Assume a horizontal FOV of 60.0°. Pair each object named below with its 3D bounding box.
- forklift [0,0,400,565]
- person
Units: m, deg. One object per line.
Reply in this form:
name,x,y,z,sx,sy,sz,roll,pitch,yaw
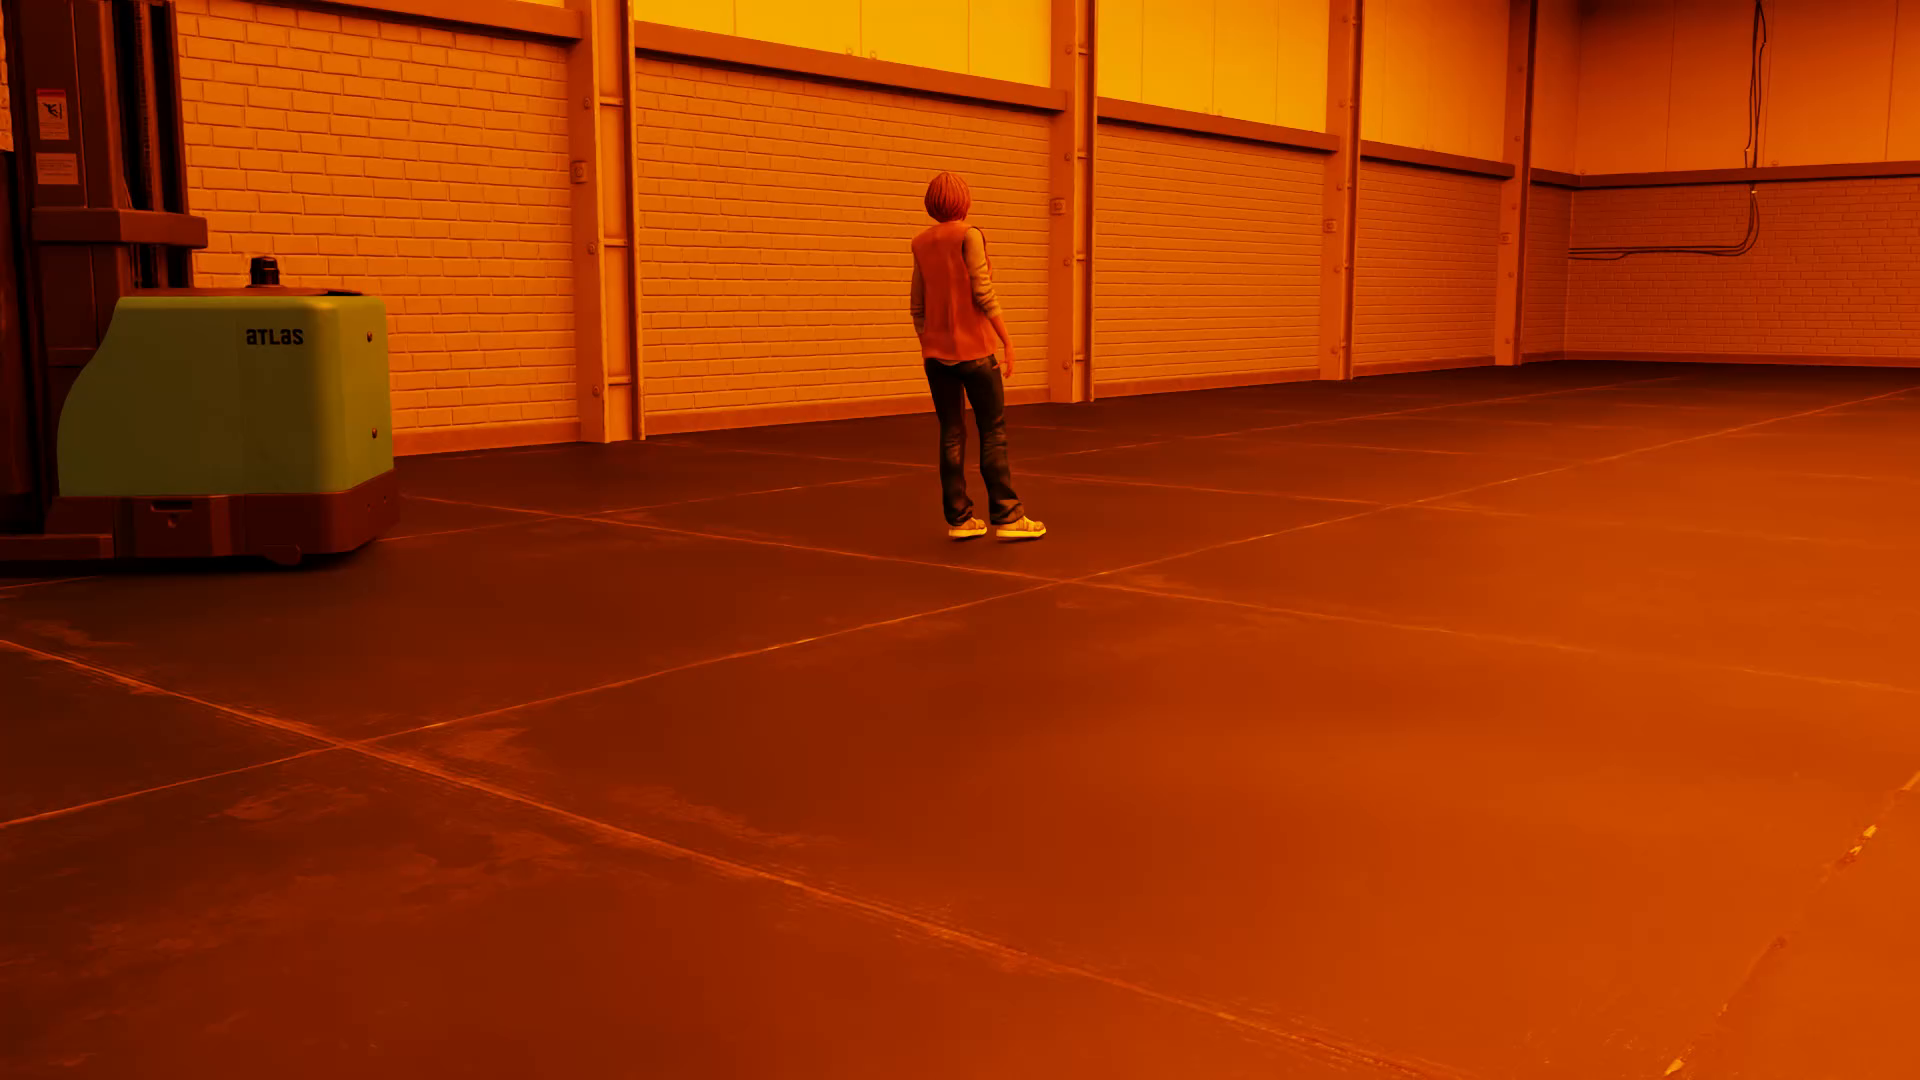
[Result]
forklift,-3.973,-1.375,6.679,3.031,2.935,1.130,-1,8,-7
person,0.058,-0.805,7.337,0.520,1.599,0.473,7,11,38
